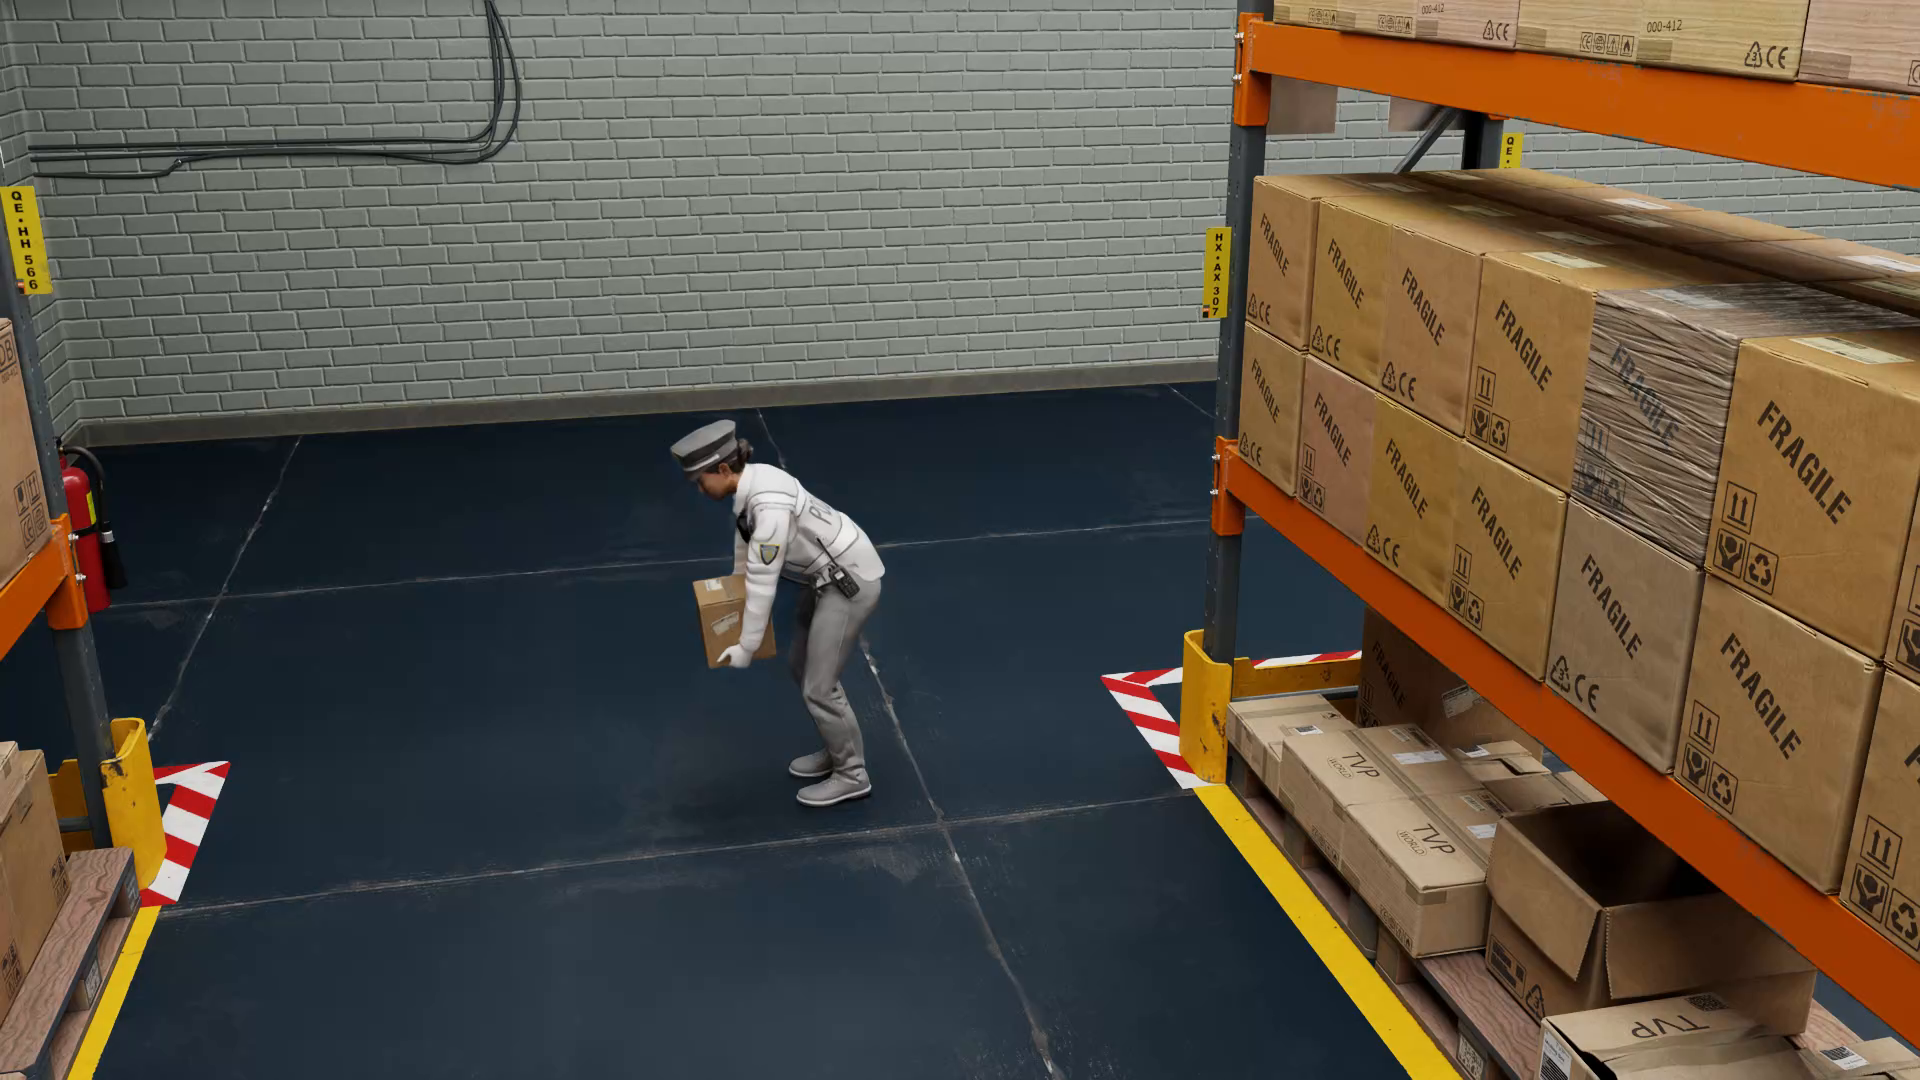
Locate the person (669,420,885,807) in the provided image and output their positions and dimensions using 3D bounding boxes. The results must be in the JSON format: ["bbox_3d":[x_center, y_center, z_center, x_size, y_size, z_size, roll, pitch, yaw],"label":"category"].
[{"bbox_3d":[-0.653,0.266,6.120,0.756,1.474,0.415,-5,20,-14],"label":"person"}]
